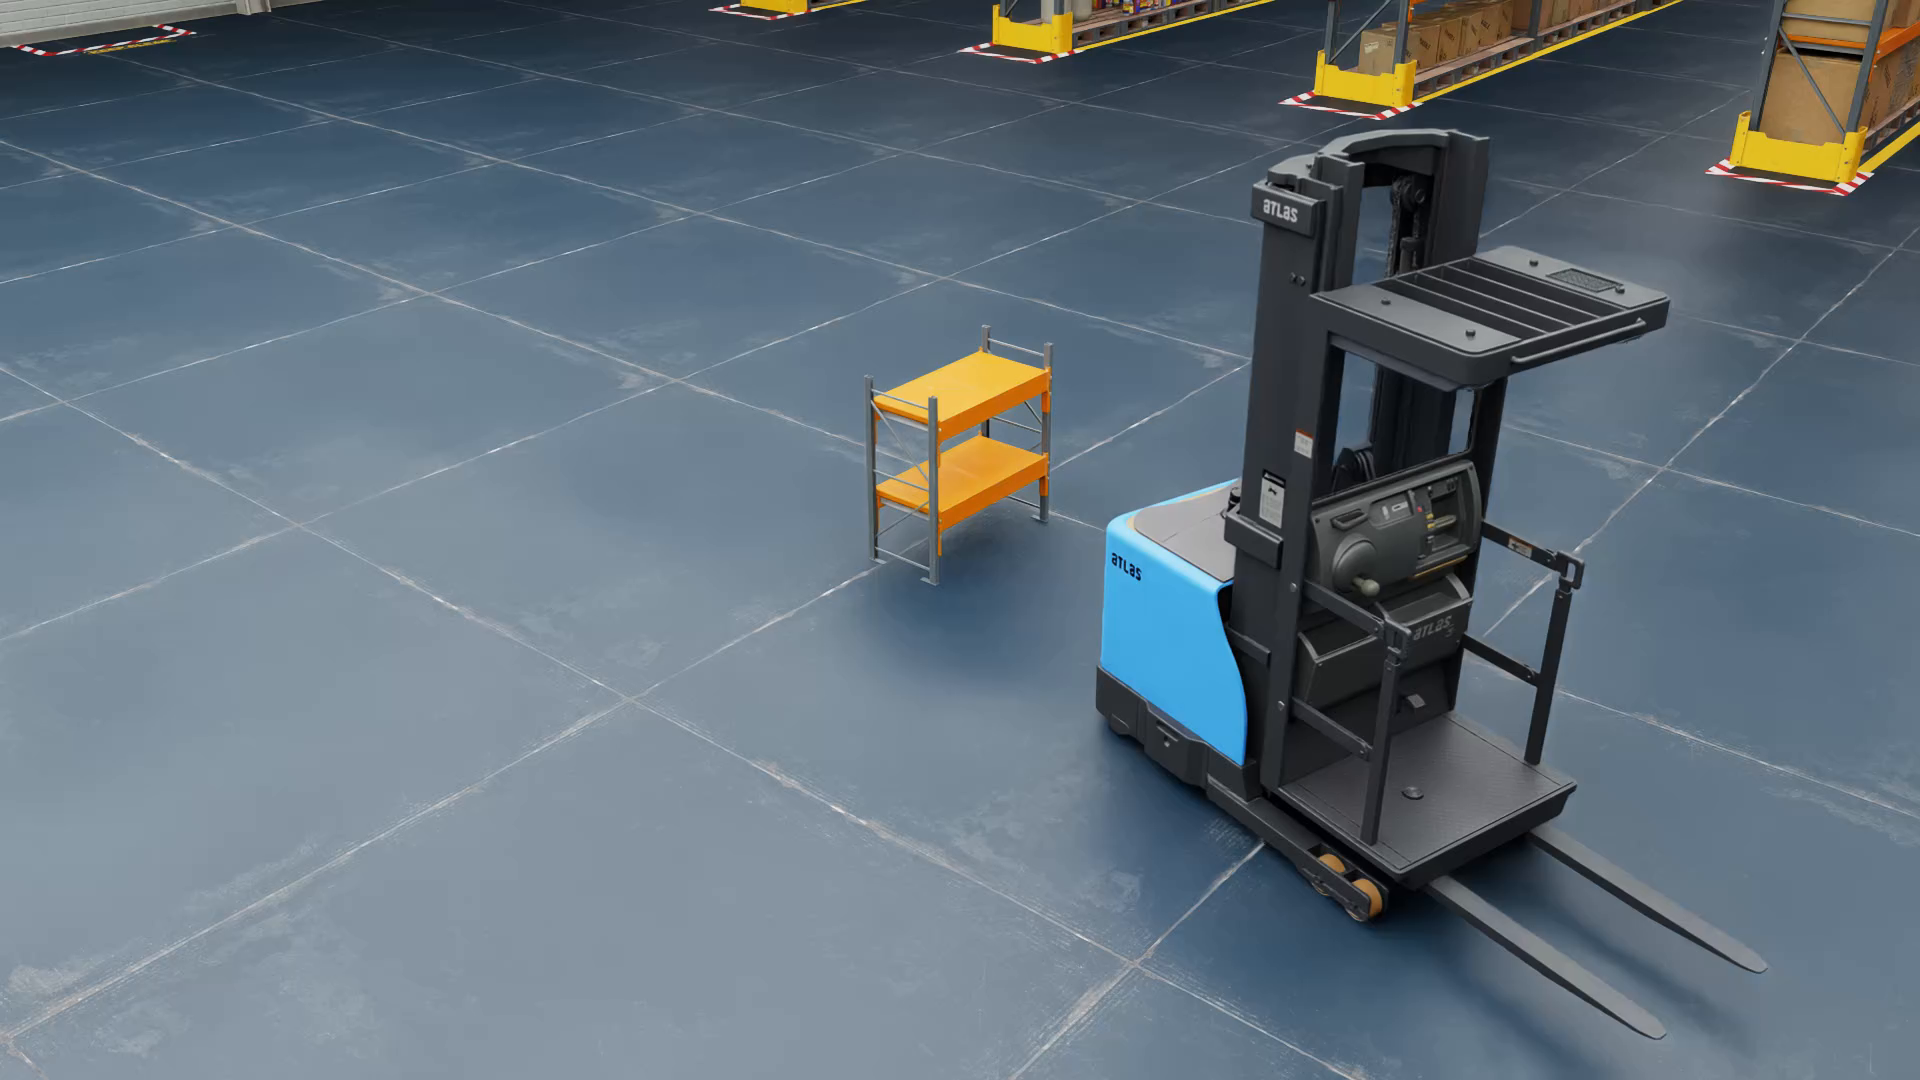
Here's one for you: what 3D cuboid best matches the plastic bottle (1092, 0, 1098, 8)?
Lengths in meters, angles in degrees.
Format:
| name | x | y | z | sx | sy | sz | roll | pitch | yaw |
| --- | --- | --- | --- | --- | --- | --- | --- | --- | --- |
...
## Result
| name | x | y | z | sx | sy | sz | roll | pitch | yaw |
| --- | --- | --- | --- | --- | --- | --- | --- | --- | --- |
| plastic bottle | 1.986 | -7.918 | 24.276 | 0.152 | 0.276 | 0.135 | 21 | 34 | 35 |

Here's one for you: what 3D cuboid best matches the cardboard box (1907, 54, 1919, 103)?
| name | x | y | z | sx | sy | sz | roll | pitch | yaw |
| --- | --- | --- | --- | --- | --- | --- | --- | --- | --- |
| cardboard box | 10.650 | -5.597 | 19.160 | 0.875 | 0.875 | 0.875 | 21 | 34 | 35 |

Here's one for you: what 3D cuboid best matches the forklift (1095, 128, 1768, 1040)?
| name | x | y | z | sx | sy | sz | roll | pitch | yaw |
| --- | --- | --- | --- | --- | --- | --- | --- | --- | --- |
| forklift | 1.892 | -0.005 | 6.571 | 1.130 | 2.935 | 3.031 | -17 | 32 | -30 |

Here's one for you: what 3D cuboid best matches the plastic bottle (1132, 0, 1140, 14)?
| name | x | y | z | sx | sy | sz | roll | pitch | yaw |
| --- | --- | --- | --- | --- | --- | --- | --- | --- | --- |
| plastic bottle | 2.526 | -7.687 | 23.822 | 0.061 | 0.283 | 0.133 | 21 | 34 | 35 |

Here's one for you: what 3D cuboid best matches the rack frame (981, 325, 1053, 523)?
| name | x | y | z | sx | sy | sz | roll | pitch | yaw |
| --- | --- | --- | --- | --- | --- | --- | --- | --- | --- |
| rack frame | 0.328 | -0.682 | 9.845 | 0.500 | 1.125 | 0.032 | 21 | 34 | 34 |

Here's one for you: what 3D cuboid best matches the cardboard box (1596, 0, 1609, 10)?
| name | x | y | z | sx | sy | sz | roll | pitch | yaw |
| --- | --- | --- | --- | --- | --- | --- | --- | --- | --- |
| cardboard box | 9.131 | -8.102 | 24.388 | 0.700 | 0.500 | 0.500 | 18 | 32 | 30 |

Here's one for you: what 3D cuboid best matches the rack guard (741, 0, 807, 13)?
| name | x | y | z | sx | sy | sz | roll | pitch | yaw |
| --- | --- | --- | --- | --- | --- | --- | --- | --- | --- |
| rack guard | -2.860 | -8.402 | 25.447 | 1.175 | 0.500 | 0.348 | 21 | 34 | 34 |

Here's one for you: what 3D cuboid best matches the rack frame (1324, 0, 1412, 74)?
| name | x | y | z | sx | sy | sz | roll | pitch | yaw |
| --- | --- | --- | --- | --- | --- | --- | --- | --- | --- |
| rack frame | 4.797 | -6.624 | 19.290 | 1.000 | 3.000 | 0.127 | 21 | 34 | 34 |

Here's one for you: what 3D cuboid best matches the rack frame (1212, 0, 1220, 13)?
| name | x | y | z | sx | sy | sz | roll | pitch | yaw |
| --- | --- | --- | --- | --- | --- | --- | --- | --- | --- |
| rack frame | 3.519 | -9.490 | 24.829 | 1.000 | 3.000 | 0.127 | 21 | 34 | 34 |

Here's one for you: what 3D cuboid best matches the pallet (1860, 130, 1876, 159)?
| name | x | y | z | sx | sy | sz | roll | pitch | yaw |
| --- | --- | --- | --- | --- | --- | --- | --- | --- | --- |
| pallet | 9.008 | -4.206 | 17.651 | 1.003 | 0.211 | 1.213 | 21 | 34 | 34 |

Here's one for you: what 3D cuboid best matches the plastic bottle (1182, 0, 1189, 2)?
| name | x | y | z | sx | sy | sz | roll | pitch | yaw |
| --- | --- | --- | --- | --- | --- | --- | --- | --- | --- |
| plastic bottle | 3.332 | -8.196 | 24.733 | 0.144 | 0.351 | 0.185 | 20 | 33 | 33 |

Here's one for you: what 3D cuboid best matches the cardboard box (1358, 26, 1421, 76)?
| name | x | y | z | sx | sy | sz | roll | pitch | yaw |
| --- | --- | --- | --- | --- | --- | --- | --- | --- | --- |
| cardboard box | 5.207 | -5.917 | 20.186 | 0.500 | 0.500 | 0.500 | -21 | 34 | -35 |

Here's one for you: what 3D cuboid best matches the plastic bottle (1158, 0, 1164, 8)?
| name | x | y | z | sx | sy | sz | roll | pitch | yaw |
| --- | --- | --- | --- | --- | --- | --- | --- | --- | --- |
| plastic bottle | 2.898 | -7.924 | 24.288 | 0.152 | 0.276 | 0.135 | 21 | 34 | 35 |

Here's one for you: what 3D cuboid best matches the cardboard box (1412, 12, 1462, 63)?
| name | x | y | z | sx | sy | sz | roll | pitch | yaw |
| --- | --- | --- | --- | --- | --- | --- | --- | --- | --- |
| cardboard box | 5.973 | -6.355 | 21.034 | 0.500 | 0.500 | 0.500 | 25 | 36 | 39 |

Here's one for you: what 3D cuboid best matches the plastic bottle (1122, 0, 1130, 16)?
| name | x | y | z | sx | sy | sz | roll | pitch | yaw |
| --- | --- | --- | --- | --- | --- | --- | --- | --- | --- |
| plastic bottle | 2.368 | -7.607 | 23.680 | 0.097 | 0.271 | 0.097 | 0 | 27 | 0 |

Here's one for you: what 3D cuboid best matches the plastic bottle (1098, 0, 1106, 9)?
| name | x | y | z | sx | sy | sz | roll | pitch | yaw |
| --- | --- | --- | --- | --- | --- | --- | --- | --- | --- |
| plastic bottle | 2.069 | -7.890 | 24.215 | 0.061 | 0.283 | 0.133 | 21 | 34 | 34 |

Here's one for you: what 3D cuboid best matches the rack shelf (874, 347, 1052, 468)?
| name | x | y | z | sx | sy | sz | roll | pitch | yaw |
| --- | --- | --- | --- | --- | --- | --- | --- | --- | --- |
| rack shelf | 0.004 | -0.762 | 9.362 | 0.538 | 0.278 | 1.000 | 21 | 34 | 34 |

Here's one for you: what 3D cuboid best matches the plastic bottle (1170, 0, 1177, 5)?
| name | x | y | z | sx | sy | sz | roll | pitch | yaw |
| --- | --- | --- | --- | --- | --- | --- | --- | --- | --- |
| plastic bottle | 3.138 | -8.028 | 24.481 | 0.061 | 0.283 | 0.133 | 23 | 35 | 38 |

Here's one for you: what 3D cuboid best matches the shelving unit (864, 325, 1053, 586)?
| name | x | y | z | sx | sy | sz | roll | pitch | yaw |
| --- | --- | --- | --- | --- | --- | --- | --- | --- | --- |
| shelving unit | 0.004 | -0.502 | 9.496 | 0.538 | 1.125 | 1.048 | 21 | 34 | 34 |

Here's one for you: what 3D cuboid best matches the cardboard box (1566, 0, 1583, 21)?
| name | x | y | z | sx | sy | sz | roll | pitch | yaw |
| --- | --- | --- | --- | --- | --- | --- | --- | --- | --- |
| cardboard box | 8.421 | -7.701 | 23.613 | 0.700 | 0.500 | 0.500 | 18 | 32 | 30 |

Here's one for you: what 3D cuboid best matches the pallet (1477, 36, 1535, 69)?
| name | x | y | z | sx | sy | sz | roll | pitch | yaw |
| --- | --- | --- | --- | --- | --- | --- | --- | --- | --- |
| pallet | 6.941 | -6.555 | 22.192 | 1.003 | 0.211 | 1.213 | 21 | 34 | 34 |

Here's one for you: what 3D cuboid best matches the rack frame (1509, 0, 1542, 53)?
| name | x | y | z | sx | sy | sz | roll | pitch | yaw |
| --- | --- | --- | --- | --- | --- | --- | --- | --- | --- |
| rack frame | 7.341 | -8.042 | 22.031 | 1.000 | 3.000 | 0.127 | 21 | 34 | 34 |

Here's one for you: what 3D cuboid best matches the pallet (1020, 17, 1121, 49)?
| name | x | y | z | sx | sy | sz | roll | pitch | yaw |
| --- | --- | --- | --- | --- | --- | --- | --- | --- | --- |
| pallet | 1.508 | -7.160 | 23.361 | 1.003 | 0.211 | 1.213 | 21 | 34 | 34 |

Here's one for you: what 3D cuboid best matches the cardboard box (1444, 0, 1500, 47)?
| name | x | y | z | sx | sy | sz | roll | pitch | yaw |
| --- | --- | --- | --- | --- | --- | --- | --- | --- | --- |
| cardboard box | 6.697 | -6.783 | 21.861 | 0.500 | 0.500 | 0.500 | -16 | 31 | -28 |

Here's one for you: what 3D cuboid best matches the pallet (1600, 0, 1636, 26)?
| name | x | y | z | sx | sy | sz | roll | pitch | yaw |
| --- | --- | --- | --- | --- | --- | --- | --- | --- | --- |
| pallet | 9.387 | -7.945 | 24.879 | 1.003 | 0.211 | 1.213 | 21 | 34 | 34 |

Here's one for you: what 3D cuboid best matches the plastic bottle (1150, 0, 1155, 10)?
| name | x | y | z | sx | sy | sz | roll | pitch | yaw |
| --- | --- | --- | --- | --- | --- | --- | --- | --- | --- |
| plastic bottle | 2.779 | -7.836 | 24.123 | 0.097 | 0.271 | 0.097 | 0 | 27 | 0 |

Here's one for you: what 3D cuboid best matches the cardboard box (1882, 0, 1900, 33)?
| name | x | y | z | sx | sy | sz | roll | pitch | yaw |
| --- | --- | --- | --- | --- | --- | --- | --- | --- | --- |
| cardboard box | 9.094 | -5.551 | 17.053 | 0.875 | 0.550 | 0.550 | 21 | 34 | 34 |

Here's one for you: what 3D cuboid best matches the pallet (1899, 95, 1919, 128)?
| name | x | y | z | sx | sy | sz | roll | pitch | yaw |
| --- | --- | --- | --- | --- | --- | --- | --- | --- | --- |
| pallet | 10.560 | -5.071 | 19.324 | 1.003 | 0.211 | 1.213 | 21 | 34 | 34 |

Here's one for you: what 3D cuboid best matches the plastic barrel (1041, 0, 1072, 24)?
| name | x | y | z | sx | sy | sz | roll | pitch | yaw |
| --- | --- | --- | --- | --- | --- | --- | --- | --- | --- |
| plastic barrel | 1.334 | -7.409 | 23.057 | 0.421 | 0.512 | 0.421 | 0 | 27 | 0 |

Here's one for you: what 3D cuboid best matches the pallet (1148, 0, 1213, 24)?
| name | x | y | z | sx | sy | sz | roll | pitch | yaw |
| --- | --- | --- | --- | --- | --- | --- | --- | --- | --- |
| pallet | 3.060 | -8.025 | 25.033 | 1.003 | 0.211 | 1.213 | 21 | 34 | 34 |

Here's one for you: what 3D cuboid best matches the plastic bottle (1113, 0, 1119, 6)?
| name | x | y | z | sx | sy | sz | roll | pitch | yaw |
| --- | --- | --- | --- | --- | --- | --- | --- | --- | --- |
| plastic bottle | 2.298 | -7.974 | 24.466 | 0.097 | 0.201 | 0.097 | 0 | 27 | 0 |

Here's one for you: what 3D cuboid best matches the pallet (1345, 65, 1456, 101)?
| name | x | y | z | sx | sy | sz | roll | pitch | yaw |
| --- | --- | --- | --- | --- | --- | --- | --- | --- | --- |
| pallet | 5.389 | -5.690 | 20.519 | 1.003 | 0.211 | 1.213 | 21 | 34 | 34 |

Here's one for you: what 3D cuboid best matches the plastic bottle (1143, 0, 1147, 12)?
| name | x | y | z | sx | sy | sz | roll | pitch | yaw |
| --- | --- | --- | --- | --- | --- | --- | --- | --- | --- |
| plastic bottle | 2.650 | -7.764 | 23.984 | 0.097 | 0.271 | 0.097 | 0 | 27 | 0 |

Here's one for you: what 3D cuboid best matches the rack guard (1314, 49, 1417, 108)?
| name | x | y | z | sx | sy | sz | roll | pitch | yaw |
| --- | --- | --- | --- | --- | --- | --- | --- | --- | --- |
| rack guard | 4.845 | -5.541 | 19.916 | 1.175 | 0.500 | 0.348 | 21 | 34 | 34 |

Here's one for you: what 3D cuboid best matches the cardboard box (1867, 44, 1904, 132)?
| name | x | y | z | sx | sy | sz | roll | pitch | yaw |
| --- | --- | --- | --- | --- | --- | --- | --- | --- | --- |
| cardboard box | 9.498 | -4.954 | 17.916 | 0.875 | 0.875 | 0.875 | 20 | 34 | 34 |

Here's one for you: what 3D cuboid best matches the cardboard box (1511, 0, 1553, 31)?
| name | x | y | z | sx | sy | sz | roll | pitch | yaw |
| --- | --- | --- | --- | --- | --- | --- | --- | --- | --- |
| cardboard box | 7.748 | -7.339 | 22.913 | 0.700 | 0.500 | 0.500 | 18 | 32 | 31 |

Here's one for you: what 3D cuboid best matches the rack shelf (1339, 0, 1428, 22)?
| name | x | y | z | sx | sy | sz | roll | pitch | yaw |
| --- | --- | --- | --- | --- | --- | --- | --- | --- | --- |
| rack shelf | 6.069 | -7.014 | 20.826 | 1.077 | 0.370 | 4.000 | 21 | 34 | 34 |
